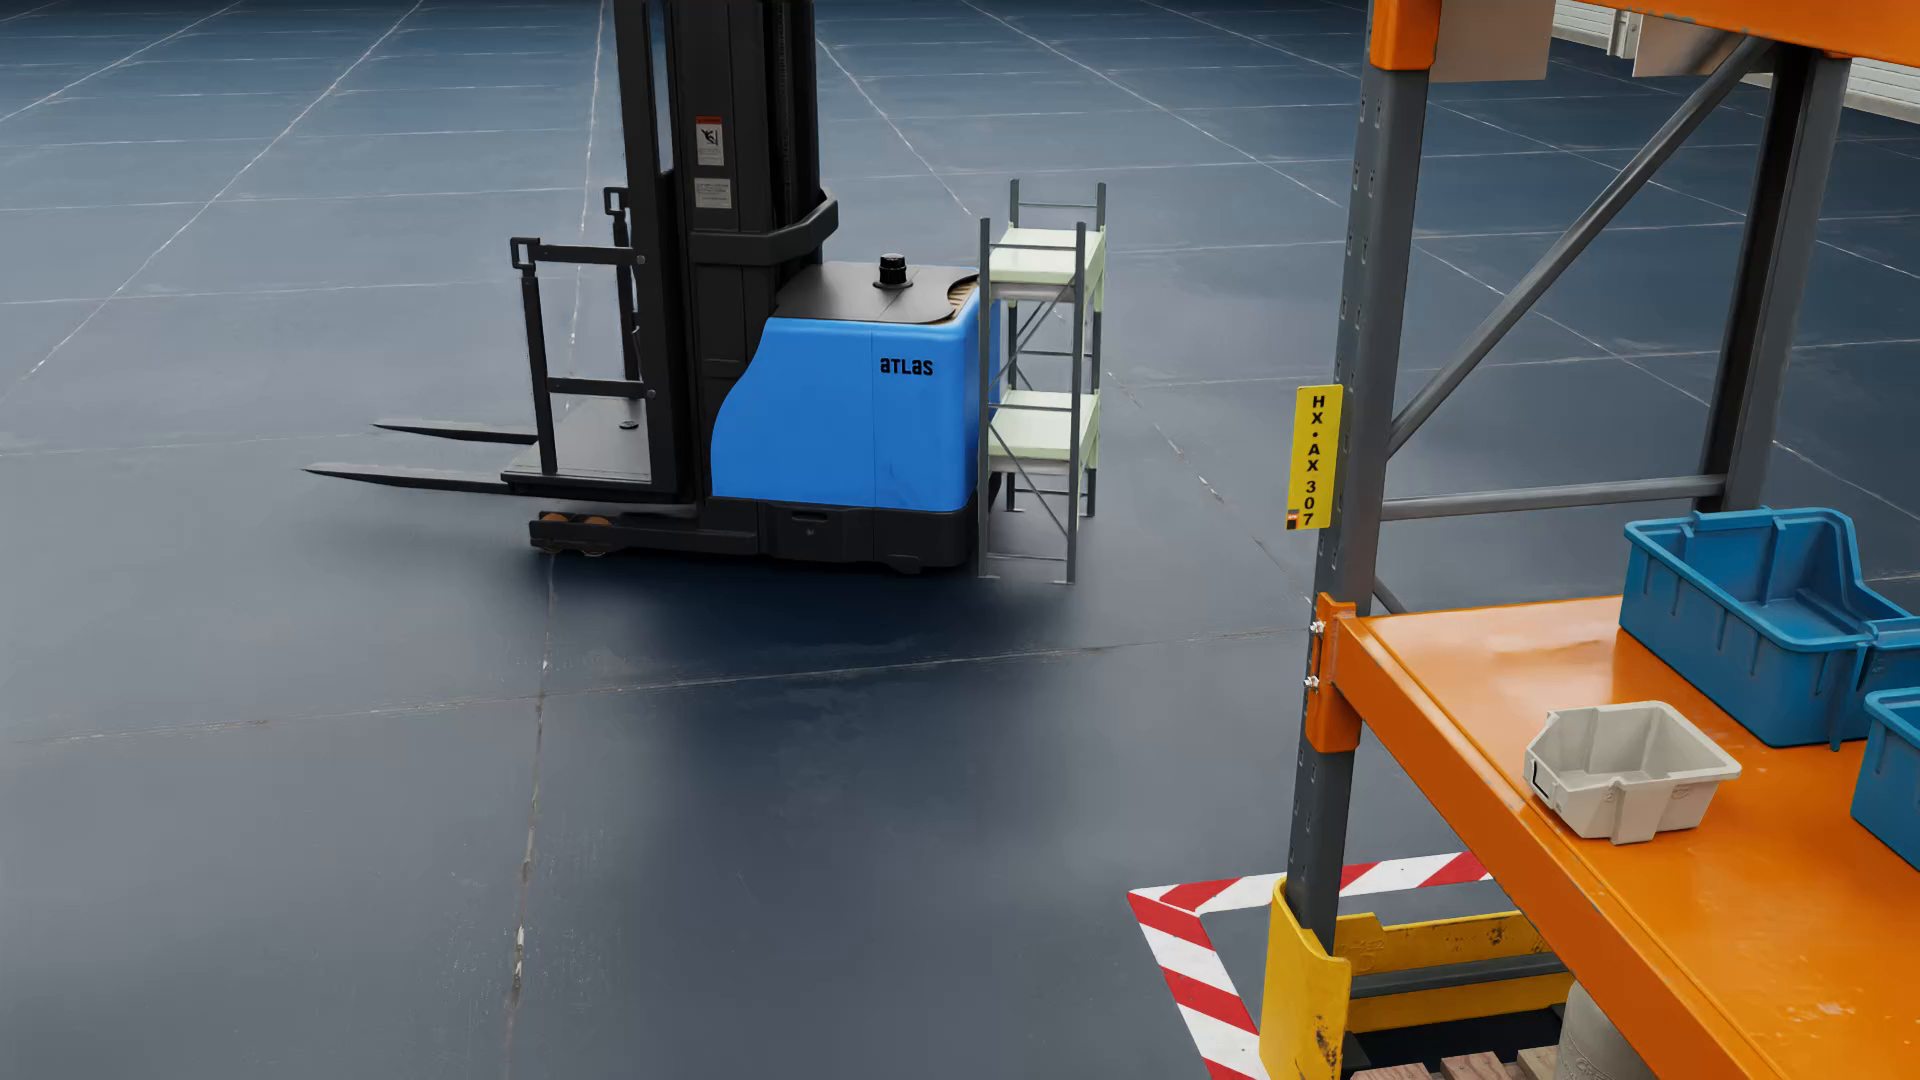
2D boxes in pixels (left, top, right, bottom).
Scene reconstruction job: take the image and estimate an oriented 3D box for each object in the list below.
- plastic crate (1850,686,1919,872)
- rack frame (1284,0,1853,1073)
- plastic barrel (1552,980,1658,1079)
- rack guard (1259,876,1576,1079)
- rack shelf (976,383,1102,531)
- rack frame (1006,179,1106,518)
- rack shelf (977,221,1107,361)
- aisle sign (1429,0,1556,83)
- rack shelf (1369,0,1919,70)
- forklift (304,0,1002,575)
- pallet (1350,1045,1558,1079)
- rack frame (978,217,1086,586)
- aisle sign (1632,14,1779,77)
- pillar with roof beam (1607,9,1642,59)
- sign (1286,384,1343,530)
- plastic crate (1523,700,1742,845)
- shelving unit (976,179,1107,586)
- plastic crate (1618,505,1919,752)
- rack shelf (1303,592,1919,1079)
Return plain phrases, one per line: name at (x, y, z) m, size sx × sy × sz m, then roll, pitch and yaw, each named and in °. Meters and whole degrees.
plastic crate at (1.799, 0.412, 2.744) m, size 0.499 × 0.251 × 0.408 m, roll -4°, pitch 24°, yaw -10°
rack frame at (1.298, -0.086, 3.700) m, size 1.000 × 3.000 × 0.127 m, roll -4°, pitch 24°, yaw -10°
plastic barrel at (1.495, 1.115, 3.534) m, size 0.421 × 0.512 × 0.421 m, roll 0°, pitch 24°, yaw 0°
rack guard at (1.359, 1.086, 4.140) m, size 1.175 × 0.500 × 0.348 m, roll -4°, pitch 24°, yaw -10°
rack shelf at (0.342, -0.363, 7.021) m, size 0.431 × 0.370 × 0.720 m, roll 4°, pitch 24°, yaw 10°
rack frame at (0.408, -0.805, 7.220) m, size 0.400 × 1.500 × 0.023 m, roll 4°, pitch 24°, yaw 10°
rack shelf at (0.342, -1.019, 6.734) m, size 0.431 × 0.370 × 0.720 m, roll 4°, pitch 24°, yaw 10°
aisle sign at (0.997, -1.284, 3.195) m, size 0.394 × 0.787 × 0.004 m, roll -4°, pitch 24°, yaw -10°
rack shelf at (1.668, -0.345, 1.442) m, size 1.077 × 0.370 × 4.000 m, roll -4°, pitch 24°, yaw -10°
forklift at (-1.377, -1.474, 6.963) m, size 3.031 × 2.935 × 1.130 m, roll 4°, pitch 24°, yaw 10°
pallet at (1.504, 1.538, 3.465) m, size 1.003 × 0.211 × 1.213 m, roll -4°, pitch 24°, yaw -10°
rack frame at (0.275, -0.517, 6.561) m, size 0.400 × 1.500 × 0.023 m, roll 4°, pitch 24°, yaw 10°
aisle sign at (1.577, -1.328, 3.295) m, size 0.394 × 0.787 × 0.004 m, roll -4°, pitch 24°, yaw -10°
pillar with roof beam at (4.455, -10.119, 19.176) m, size 9.100 × 9.000 × 0.400 m, roll -4°, pitch 24°, yaw -10°
sign at (0.757, -0.174, 3.555) m, size 0.100 × 0.325 × 0.005 m, roll -4°, pitch 24°, yaw -10°
plastic crate at (1.148, 0.410, 2.892) m, size 0.298 × 0.136 × 0.250 m, roll -4°, pitch 24°, yaw -10°
shelving unit at (0.342, -0.661, 6.891) m, size 0.431 × 1.500 × 0.755 m, roll 4°, pitch 24°, yaw 10°
plastic crate at (1.685, 0.157, 3.330) m, size 0.499 × 0.251 × 0.616 m, roll -4°, pitch 24°, yaw -10°
rack shelf at (1.668, 1.030, 2.043) m, size 1.077 × 0.370 × 4.000 m, roll -4°, pitch 24°, yaw -10°
